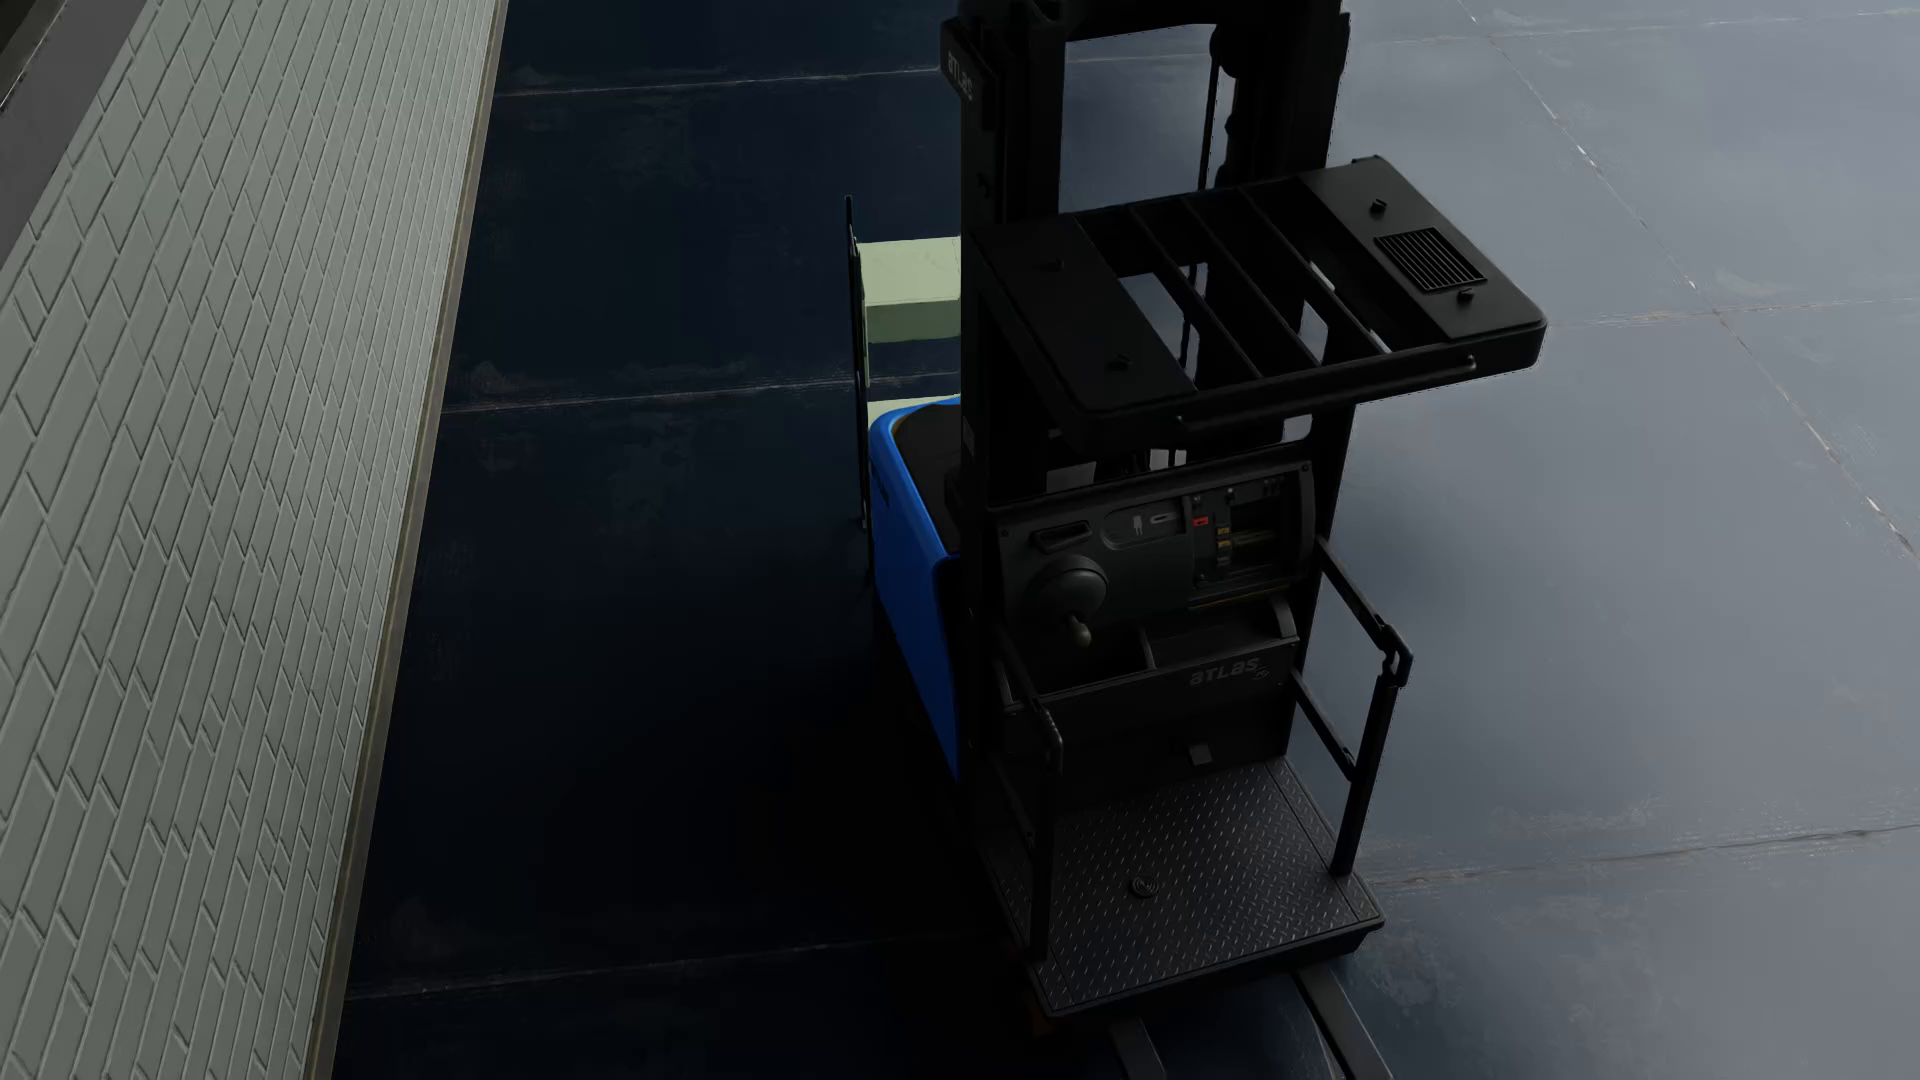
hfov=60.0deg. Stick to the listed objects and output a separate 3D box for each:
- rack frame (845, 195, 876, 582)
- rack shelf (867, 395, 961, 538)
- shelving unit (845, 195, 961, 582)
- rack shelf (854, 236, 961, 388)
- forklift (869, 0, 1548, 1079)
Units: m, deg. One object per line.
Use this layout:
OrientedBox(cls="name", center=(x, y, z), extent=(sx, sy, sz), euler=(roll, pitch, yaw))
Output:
OrientedBox(cls="rack frame", center=(-0.370, -0.525, 6.212), extent=(0.023, 1.500, 0.400), euler=(-5, 42, -6))
OrientedBox(cls="rack shelf", center=(-0.007, -0.314, 6.465), extent=(0.720, 0.370, 0.431), euler=(-5, 42, -6))
OrientedBox(cls="shelving unit", center=(-0.007, -0.556, 6.247), extent=(0.755, 1.500, 0.431), euler=(-5, 42, -6))
OrientedBox(cls="rack shelf", center=(-0.007, -0.846, 5.986), extent=(0.720, 0.370, 0.431), euler=(-5, 42, -6))
OrientedBox(cls="forklift", center=(0.616, 0.119, 4.429), extent=(1.130, 2.935, 3.031), euler=(-12, 43, -13))
